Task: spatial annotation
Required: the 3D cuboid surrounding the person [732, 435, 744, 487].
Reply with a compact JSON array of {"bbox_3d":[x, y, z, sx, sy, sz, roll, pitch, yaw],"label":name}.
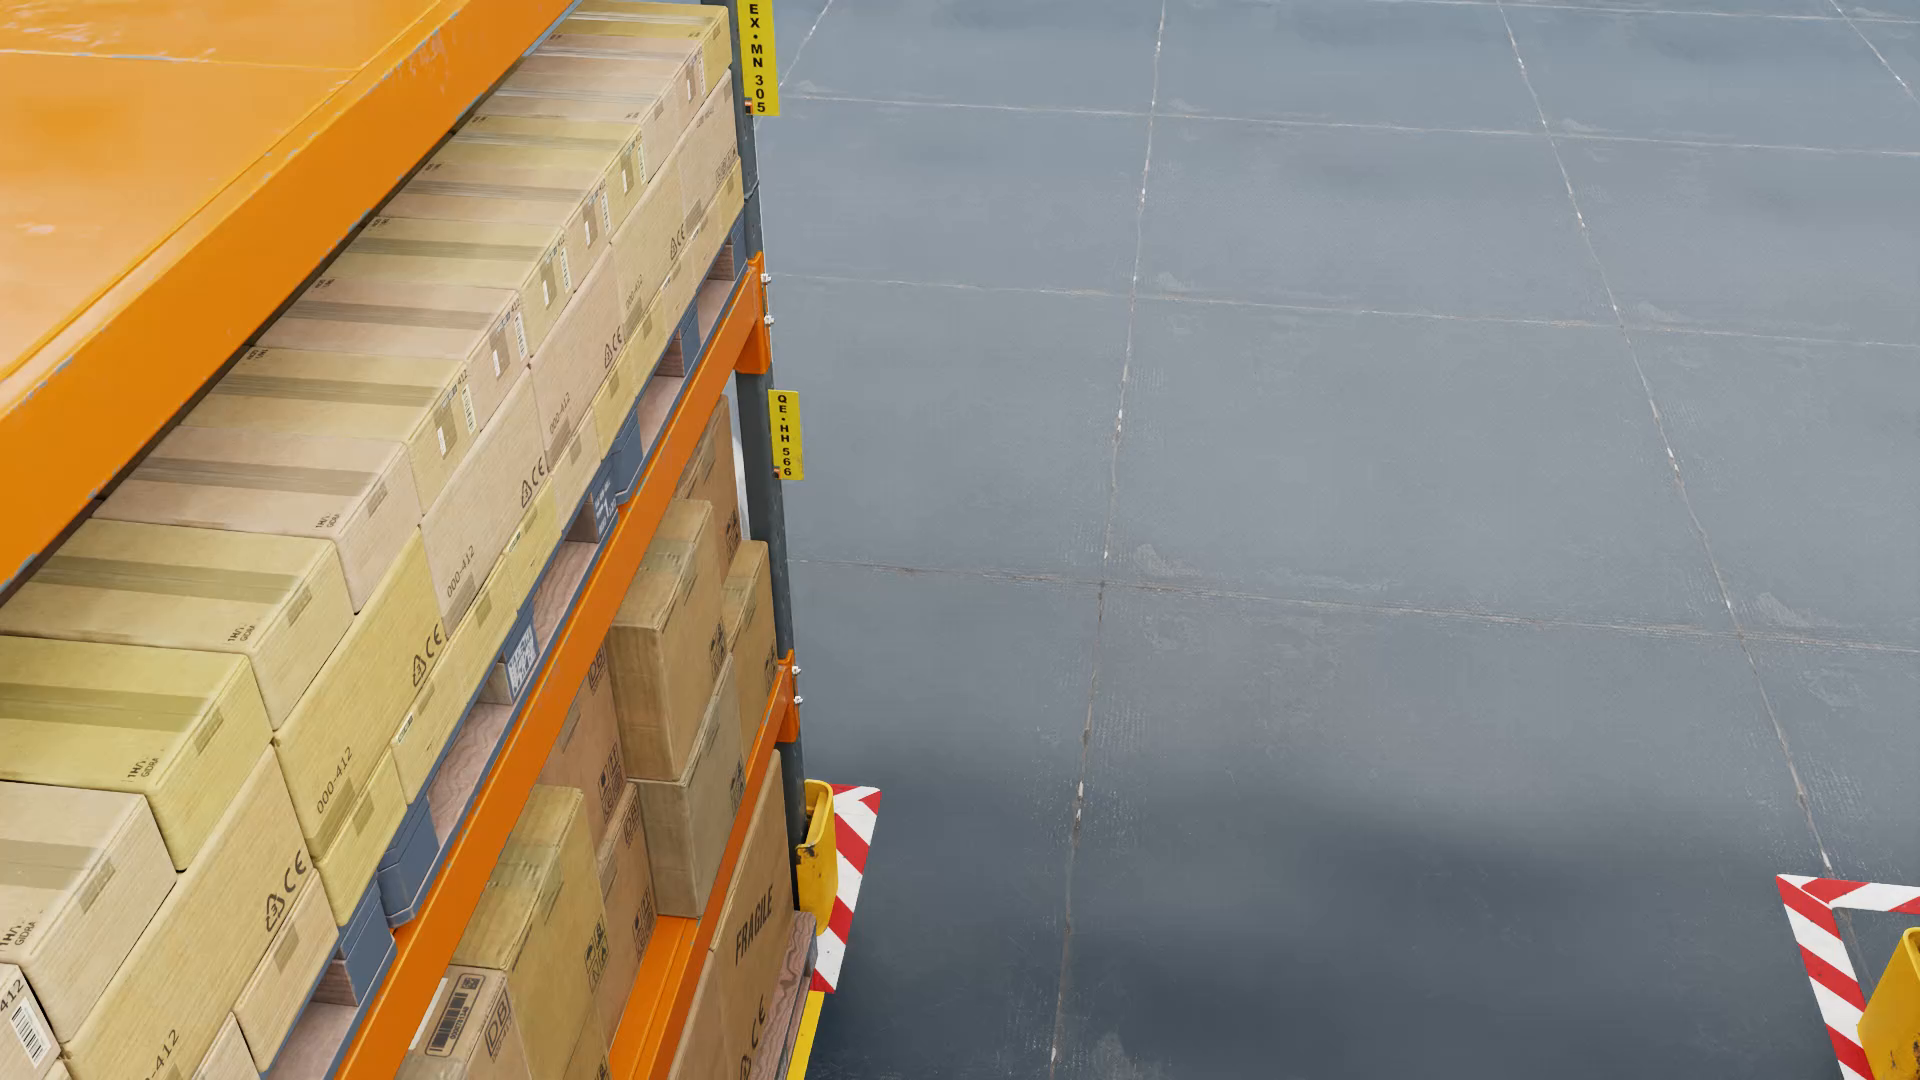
[{"bbox_3d":[-1.430,-0.098,7.644,0.926,1.108,0.417,3,36,4],"label":"person"}]
